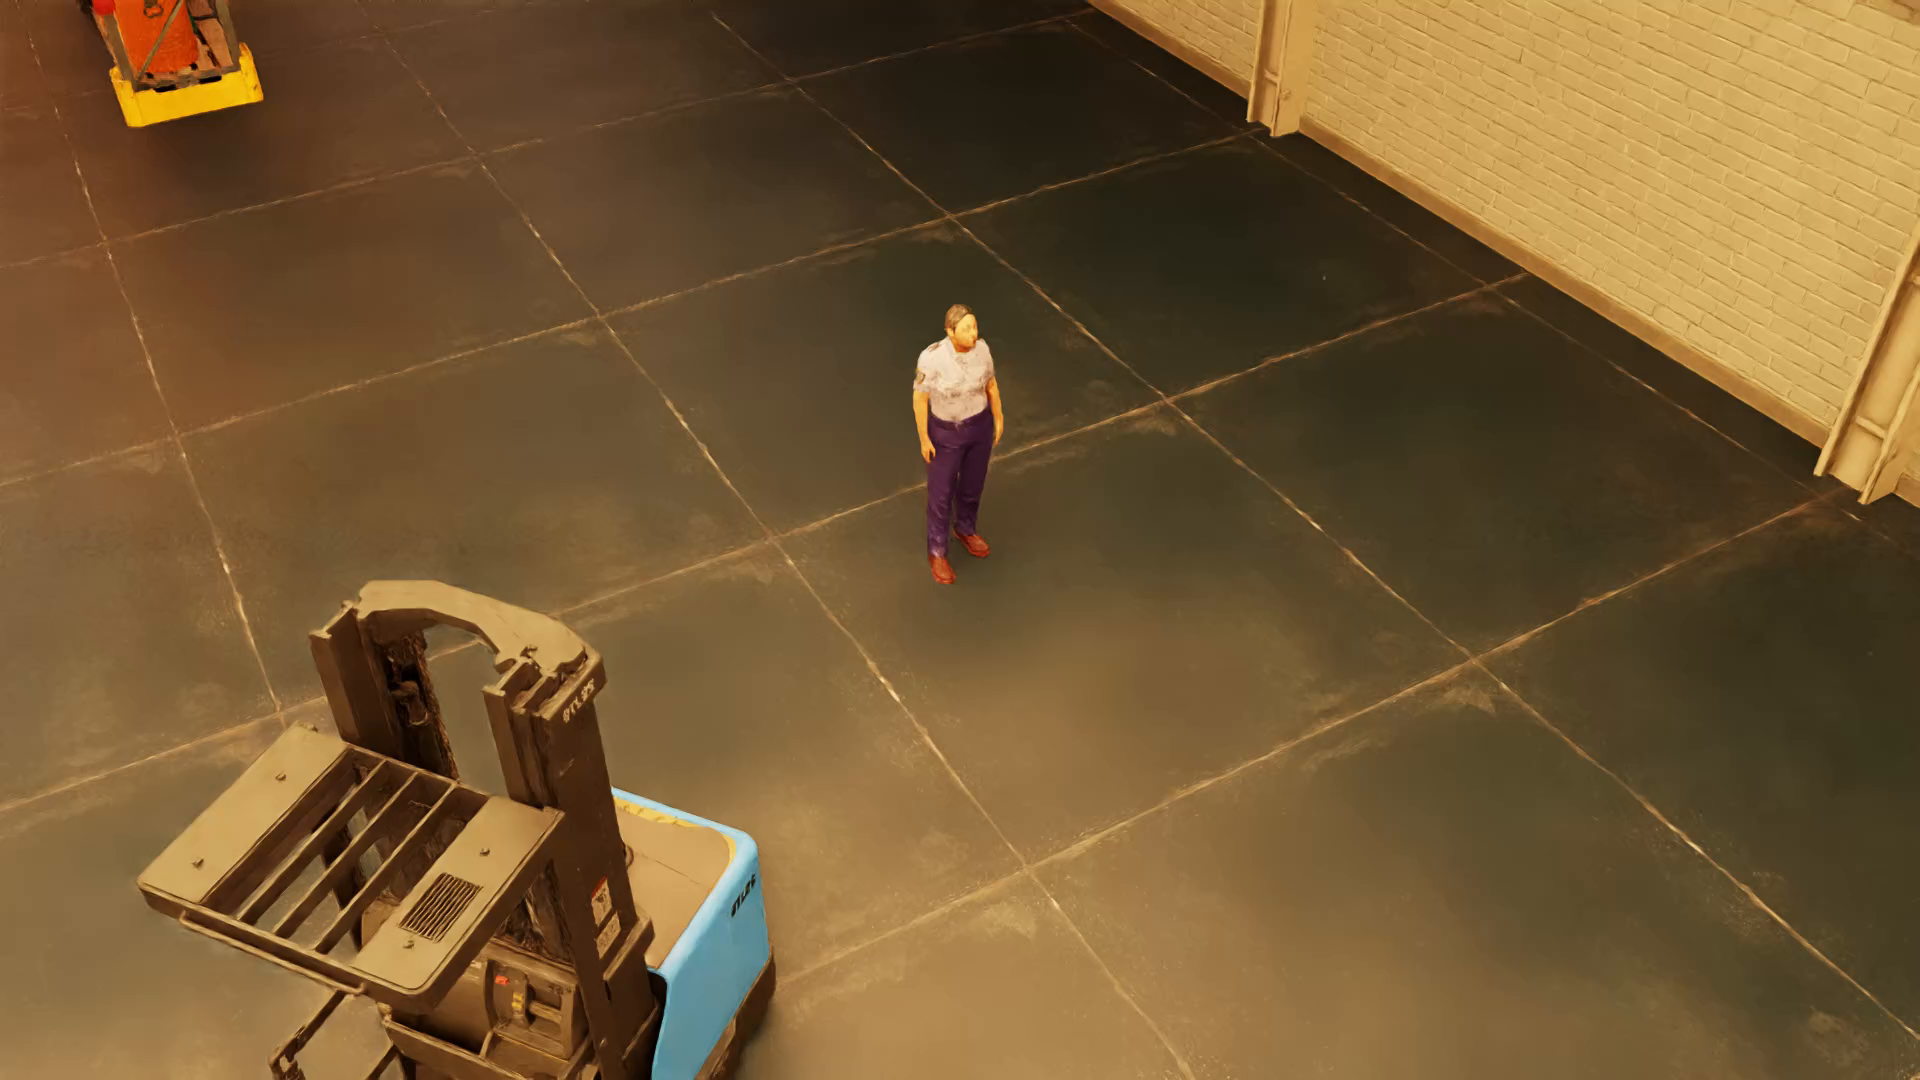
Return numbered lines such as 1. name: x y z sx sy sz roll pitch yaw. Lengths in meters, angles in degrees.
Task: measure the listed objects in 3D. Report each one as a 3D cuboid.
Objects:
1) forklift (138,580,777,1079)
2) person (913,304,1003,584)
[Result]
1. forklift: -1.892 1.715 5.968 1.130 2.935 3.031 15 42 17
2. person: 0.026 -0.577 9.736 0.599 1.637 0.501 -20 44 -23
